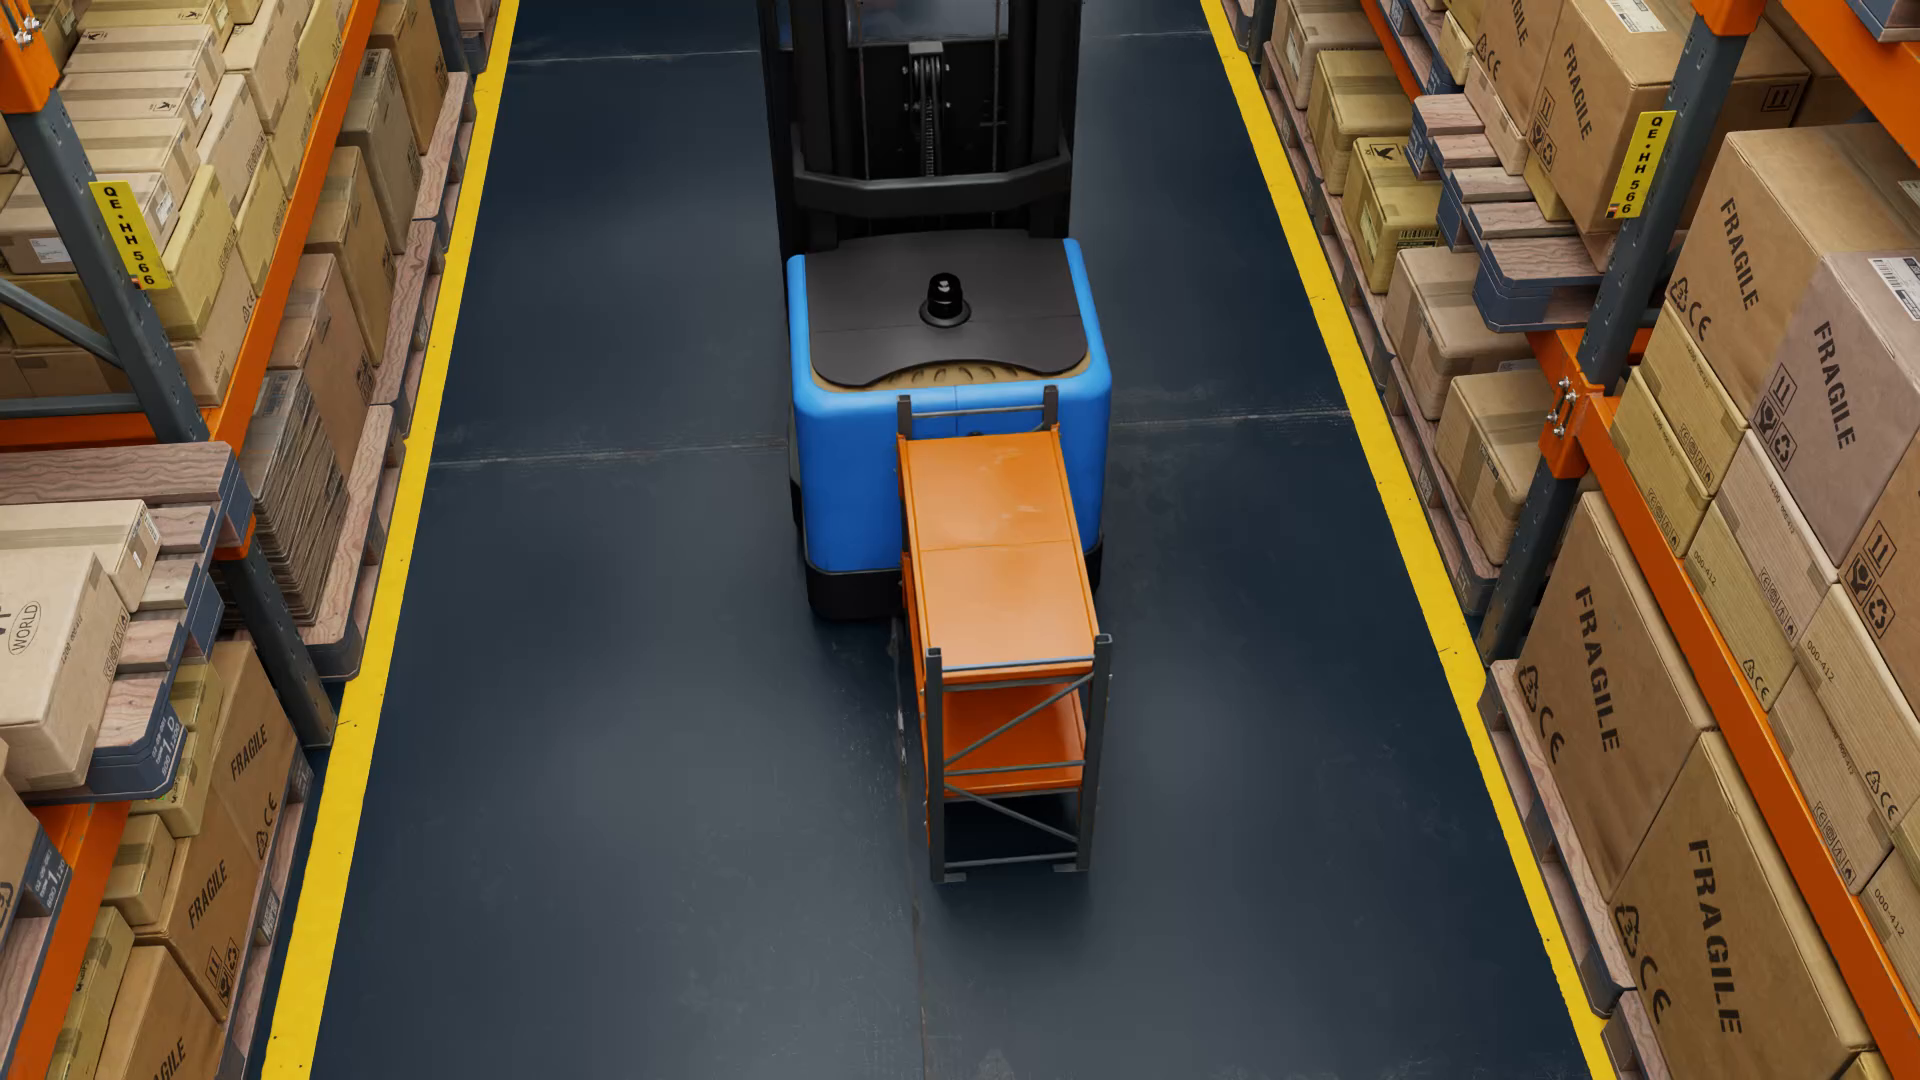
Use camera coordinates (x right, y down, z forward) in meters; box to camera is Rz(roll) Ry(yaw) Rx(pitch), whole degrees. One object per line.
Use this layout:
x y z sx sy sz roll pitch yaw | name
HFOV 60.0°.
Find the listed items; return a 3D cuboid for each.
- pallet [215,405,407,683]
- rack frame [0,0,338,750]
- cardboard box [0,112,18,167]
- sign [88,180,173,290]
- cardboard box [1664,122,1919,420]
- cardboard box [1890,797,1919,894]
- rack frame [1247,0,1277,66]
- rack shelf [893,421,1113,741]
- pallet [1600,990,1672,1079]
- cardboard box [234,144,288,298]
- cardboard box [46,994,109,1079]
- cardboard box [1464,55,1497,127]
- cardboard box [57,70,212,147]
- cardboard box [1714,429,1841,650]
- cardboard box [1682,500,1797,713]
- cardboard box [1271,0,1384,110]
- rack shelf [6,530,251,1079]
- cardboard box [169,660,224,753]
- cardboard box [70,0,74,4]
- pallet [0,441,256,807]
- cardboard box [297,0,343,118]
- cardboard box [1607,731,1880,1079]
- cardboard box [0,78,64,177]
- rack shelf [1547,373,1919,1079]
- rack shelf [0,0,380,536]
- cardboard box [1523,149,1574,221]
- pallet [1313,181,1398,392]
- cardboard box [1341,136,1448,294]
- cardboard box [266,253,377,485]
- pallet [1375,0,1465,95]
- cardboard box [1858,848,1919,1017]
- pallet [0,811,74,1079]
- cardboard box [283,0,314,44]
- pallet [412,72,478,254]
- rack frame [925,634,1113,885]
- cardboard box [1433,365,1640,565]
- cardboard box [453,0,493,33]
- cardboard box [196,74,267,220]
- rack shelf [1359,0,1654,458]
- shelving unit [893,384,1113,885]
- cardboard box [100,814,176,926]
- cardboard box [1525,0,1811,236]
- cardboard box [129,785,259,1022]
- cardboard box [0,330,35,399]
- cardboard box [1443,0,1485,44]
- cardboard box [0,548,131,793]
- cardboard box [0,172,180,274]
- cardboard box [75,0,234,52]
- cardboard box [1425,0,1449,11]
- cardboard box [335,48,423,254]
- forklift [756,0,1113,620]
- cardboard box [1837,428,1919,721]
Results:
-2.645 0.013 6.092 1.003 0.211 1.213 -3 47 -3 | pallet
-2.615 -0.348 4.514 1.000 3.000 0.127 -3 47 -3 | rack frame
-2.938 -1.202 4.807 0.380 0.149 0.250 -4 47 -3 | cardboard box
-2.075 -0.759 4.160 0.100 0.325 0.005 -3 47 -3 | sign
2.129 -0.659 4.050 0.500 0.500 0.500 -5 47 -5 | cardboard box
2.228 0.712 3.269 0.500 0.250 0.500 -3 47 -3 | cardboard box
1.996 -3.546 7.543 1.000 3.000 0.127 -3 47 -3 | rack frame
0.106 0.099 4.979 0.538 0.278 1.000 -4 47 -4 | rack shelf
2.421 1.762 4.436 1.003 0.211 1.213 -3 47 -3 | pallet
-2.446 -0.996 5.231 0.500 0.250 0.500 -4 47 -4 | cardboard box
-2.291 1.249 3.987 0.380 0.149 0.250 -4 47 -4 | cardboard box
1.896 -1.485 5.474 0.380 0.149 0.250 -5 47 -5 | cardboard box
-2.419 -1.231 4.835 0.380 0.149 0.250 -2 47 -2 | cardboard box
2.170 -0.017 3.959 0.500 0.250 0.500 -2 47 -2 | cardboard box
2.182 0.139 4.156 0.500 0.250 0.500 -5 47 -4 | cardboard box
2.043 -2.408 7.985 0.950 0.372 0.625 -3 47 -3 | cardboard box
-2.447 1.346 3.404 1.077 0.370 4.000 -3 47 -3 | rack shelf
-2.321 0.486 4.709 0.380 0.149 0.250 -6 47 -5 | cardboard box
-3.076 -1.745 5.321 0.380 0.149 0.250 -4 47 -4 | cardboard box
-2.488 0.204 4.123 1.213 0.211 1.003 -3 47 -3 | pallet
-2.537 -1.744 5.939 0.500 0.250 0.500 -2 47 -2 | cardboard box
2.377 1.084 4.331 0.875 0.875 0.875 -3 47 -3 | cardboard box
-2.974 -1.146 5.029 0.500 0.250 0.500 -3 47 -3 | cardboard box
2.499 1.042 3.693 1.077 0.370 4.000 -3 47 -3 | rack shelf
-2.782 -1.548 6.145 1.077 0.370 4.000 -3 47 -3 | rack shelf
1.975 -1.123 5.131 0.380 0.149 0.250 -3 47 -3 | cardboard box
2.168 -1.140 7.184 1.003 0.211 1.213 -3 47 -3 | pallet
2.166 -1.385 7.016 0.950 0.372 0.625 -2 47 -2 | cardboard box
-2.716 -0.600 6.099 0.875 0.625 0.625 -2 47 -2 | cardboard box
2.125 -2.016 6.226 1.003 0.211 1.213 -3 47 -3 | pallet
2.265 0.876 3.458 0.500 0.250 0.500 -3 47 -3 | cardboard box
-2.447 1.125 3.251 1.003 0.211 1.213 -3 47 -3 | pallet
-2.543 -1.914 5.756 0.500 0.250 0.500 -3 47 -3 | cardboard box
-2.849 -1.752 7.764 1.003 0.211 1.213 -3 47 -3 | pallet
0.158 0.667 4.843 0.500 1.125 0.032 -4 47 -4 | rack frame
2.294 -0.302 5.991 0.950 0.372 0.625 -6 47 -6 | cardboard box
-2.660 -2.811 8.451 0.500 0.250 0.500 -3 47 -3 | cardboard box
-2.449 -1.166 5.048 0.500 0.250 0.500 -2 47 -2 | cardboard box
2.164 -1.852 6.433 1.077 0.370 4.000 -3 47 -3 | rack shelf
0.106 0.300 5.191 0.538 1.125 1.048 -4 47 -4 | shelving unit
-2.289 0.875 4.341 0.380 0.149 0.250 -5 47 -5 | cardboard box
2.016 -1.245 4.801 0.500 0.500 0.500 -5 47 -4 | cardboard box
-2.334 1.023 4.648 0.500 0.500 0.500 -4 47 -4 | cardboard box
-2.907 -0.606 4.861 0.500 0.250 0.500 -4 47 -4 | cardboard box
1.918 -1.984 5.500 0.500 0.500 0.500 -6 47 -6 | cardboard box
-2.204 0.303 3.711 0.500 0.250 0.500 -5 47 -5 | cardboard box
-2.348 -0.854 4.477 0.380 0.149 0.250 -2 47 -2 | cardboard box
-2.504 -1.600 5.183 0.380 0.149 0.250 -3 47 -3 | cardboard box
1.861 -2.049 6.009 0.380 0.149 0.250 -5 47 -5 | cardboard box
-2.838 -1.631 7.075 0.875 0.625 0.625 -4 47 -4 | cardboard box
-0.161 -1.800 5.936 1.130 2.935 3.031 -4 47 -4 | forklift
2.208 0.075 3.356 0.500 0.500 0.500 -2 47 -2 | cardboard box
